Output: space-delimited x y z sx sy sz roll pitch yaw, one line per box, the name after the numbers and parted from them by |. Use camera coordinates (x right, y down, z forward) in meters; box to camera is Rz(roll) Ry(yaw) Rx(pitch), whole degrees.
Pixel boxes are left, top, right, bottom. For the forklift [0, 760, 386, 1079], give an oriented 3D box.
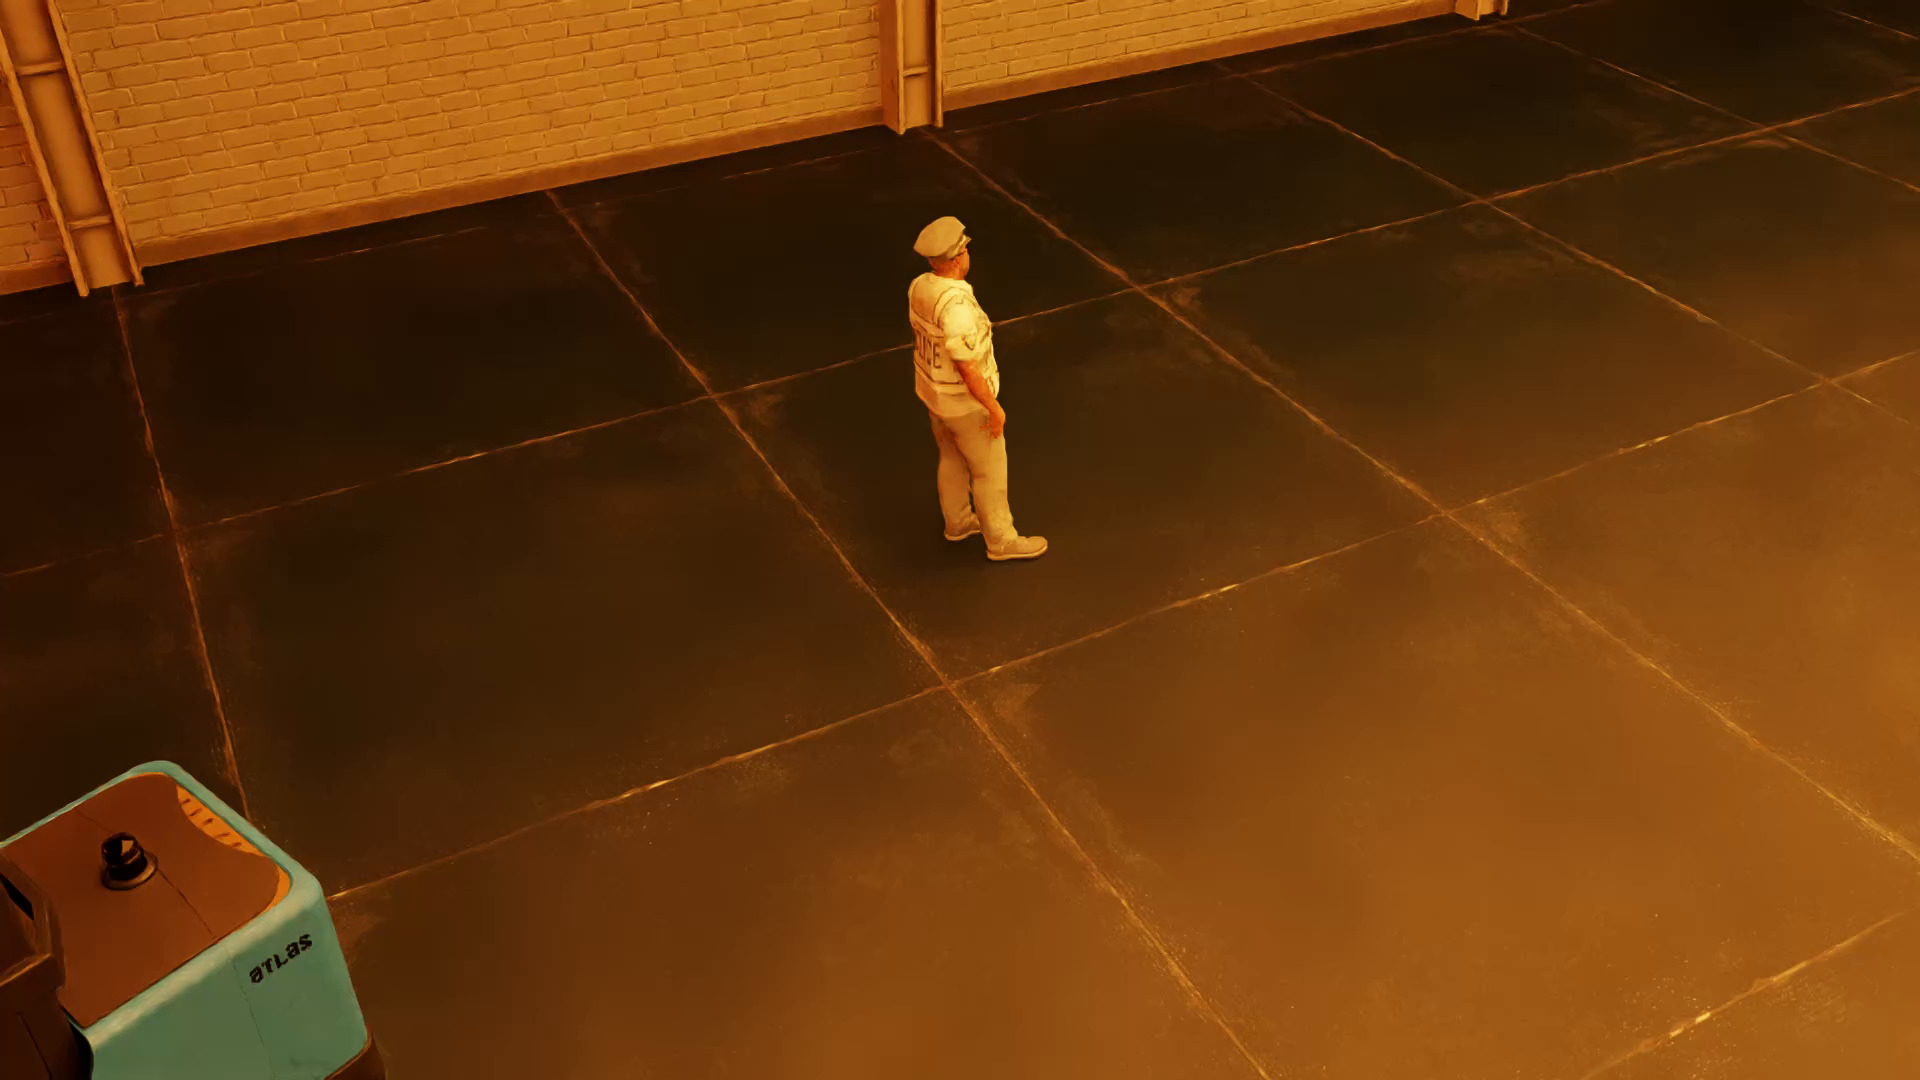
-3.336 1.252 4.351 1.130 2.935 3.031 25 42 31 | forklift

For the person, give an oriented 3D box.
0.074 -0.749 8.165 0.574 1.781 0.640 -17 39 -23 | person
